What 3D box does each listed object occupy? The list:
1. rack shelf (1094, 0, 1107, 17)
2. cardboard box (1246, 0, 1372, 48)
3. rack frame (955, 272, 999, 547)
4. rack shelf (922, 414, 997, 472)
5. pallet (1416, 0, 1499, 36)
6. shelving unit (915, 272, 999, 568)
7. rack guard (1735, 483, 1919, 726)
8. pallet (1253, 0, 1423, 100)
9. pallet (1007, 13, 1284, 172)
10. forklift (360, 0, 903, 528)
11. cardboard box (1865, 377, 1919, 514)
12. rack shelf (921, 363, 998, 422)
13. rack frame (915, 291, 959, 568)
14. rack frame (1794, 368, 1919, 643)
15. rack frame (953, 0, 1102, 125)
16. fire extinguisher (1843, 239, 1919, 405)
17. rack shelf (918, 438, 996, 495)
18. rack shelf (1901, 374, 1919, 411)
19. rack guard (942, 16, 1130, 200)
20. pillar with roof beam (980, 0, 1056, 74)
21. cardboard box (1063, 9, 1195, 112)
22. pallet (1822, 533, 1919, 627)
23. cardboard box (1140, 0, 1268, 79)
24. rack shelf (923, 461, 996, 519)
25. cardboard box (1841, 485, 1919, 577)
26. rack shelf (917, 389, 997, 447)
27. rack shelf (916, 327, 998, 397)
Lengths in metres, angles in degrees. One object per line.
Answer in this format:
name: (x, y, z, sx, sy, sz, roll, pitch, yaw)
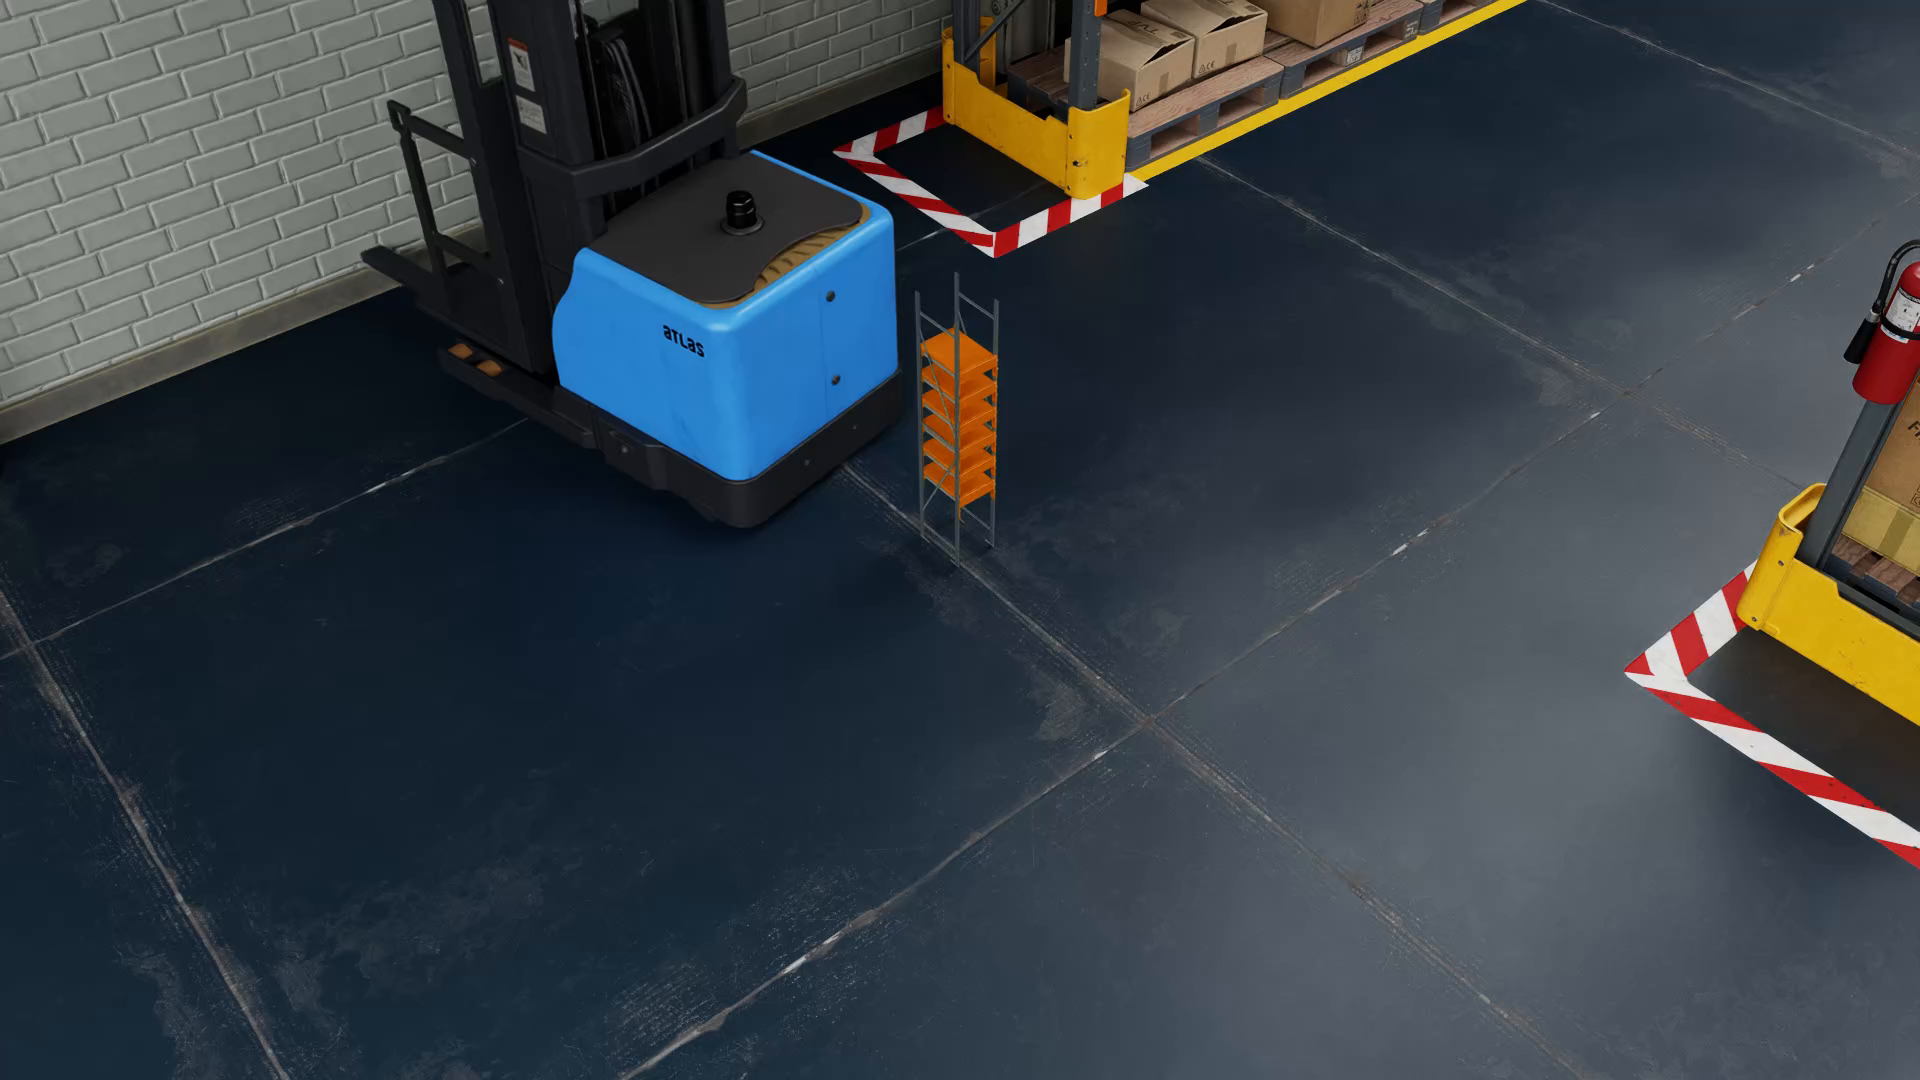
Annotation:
rack shelf: (1.860, -3.807, 9.138, 4.000, 0.370, 1.077, -30, 51, -28)
cardboard box: (1.947, -3.243, 9.516, 0.500, 0.500, 0.700, -33, 52, -30)
rack frame: (0.059, -0.471, 6.375, 0.006, 1.200, 0.240, -30, 51, -28)
rack shelf: (-0.011, -0.399, 6.363, 0.180, 0.103, 0.258, -30, 51, -28)
pallet: (2.902, -3.617, 10.447, 1.213, 0.211, 1.003, -30, 51, -28)
shelving unit: (-0.011, -0.431, 6.332, 0.189, 1.200, 0.258, -30, 51, -28)
rack guard: (3.489, 0.331, 6.032, 0.348, 0.500, 1.175, -30, 51, -28)
pallet: (1.965, -3.079, 9.874, 1.213, 0.211, 1.003, -30, 51, -28)
pallet: (1.030, -2.546, 9.306, 1.213, 0.211, 1.003, -30, 51, -28)
forklift: (-1.717, -1.960, 6.696, 3.031, 2.935, 1.130, 28, 50, 27)
cardboard box: (3.728, -0.407, 6.146, 0.500, 0.500, 0.500, -30, 51, -28)
rack shelf: (-0.011, -0.574, 6.199, 0.180, 0.103, 0.258, -30, 51, -28)
rack frame: (-0.081, -0.391, 6.290, 0.006, 1.200, 0.240, -30, 51, -28)
rack frame: (3.507, -0.591, 5.188, 0.127, 3.000, 1.000, -30, 51, -28)
rack frame: (0.326, -3.190, 7.956, 0.127, 3.000, 1.000, -30, 51, -28)
fire extinguisher: (3.118, -0.755, 5.419, 0.183, 0.674, 0.296, -30, 51, -28)
rack shelf: (-0.011, -0.311, 6.445, 0.180, 0.103, 0.258, -30, 51, -28)
rack shelf: (5.041, -1.207, 6.370, 4.000, 0.370, 1.077, -30, 51, -28)
rack guard: (0.384, -2.313, 8.847, 0.348, 0.500, 1.175, -30, 51, -28)
pillar with roof beam: (3.070, -3.878, 4.306, 0.400, 9.000, 9.100, -30, 51, -28)
cardboard box: (0.914, -2.627, 8.999, 0.500, 0.311, 0.500, 33, 52, 30)
pallet: (4.067, 0.068, 6.524, 1.213, 0.211, 1.003, -30, 51, -28)
cardboard box: (1.352, -2.878, 9.266, 0.500, 0.311, 0.500, -26, 49, -25)
rack shelf: (-0.011, -0.224, 6.527, 0.180, 0.103, 0.258, -30, 51, -28)
cardboard box: (3.729, -0.132, 6.401, 0.500, 0.250, 0.500, -30, 51, -28)
rack shelf: (-0.011, -0.486, 6.281, 0.180, 0.103, 0.258, -30, 51, -28)
rack shelf: (-0.011, -0.661, 6.116, 0.180, 0.103, 0.258, -30, 51, -28)
